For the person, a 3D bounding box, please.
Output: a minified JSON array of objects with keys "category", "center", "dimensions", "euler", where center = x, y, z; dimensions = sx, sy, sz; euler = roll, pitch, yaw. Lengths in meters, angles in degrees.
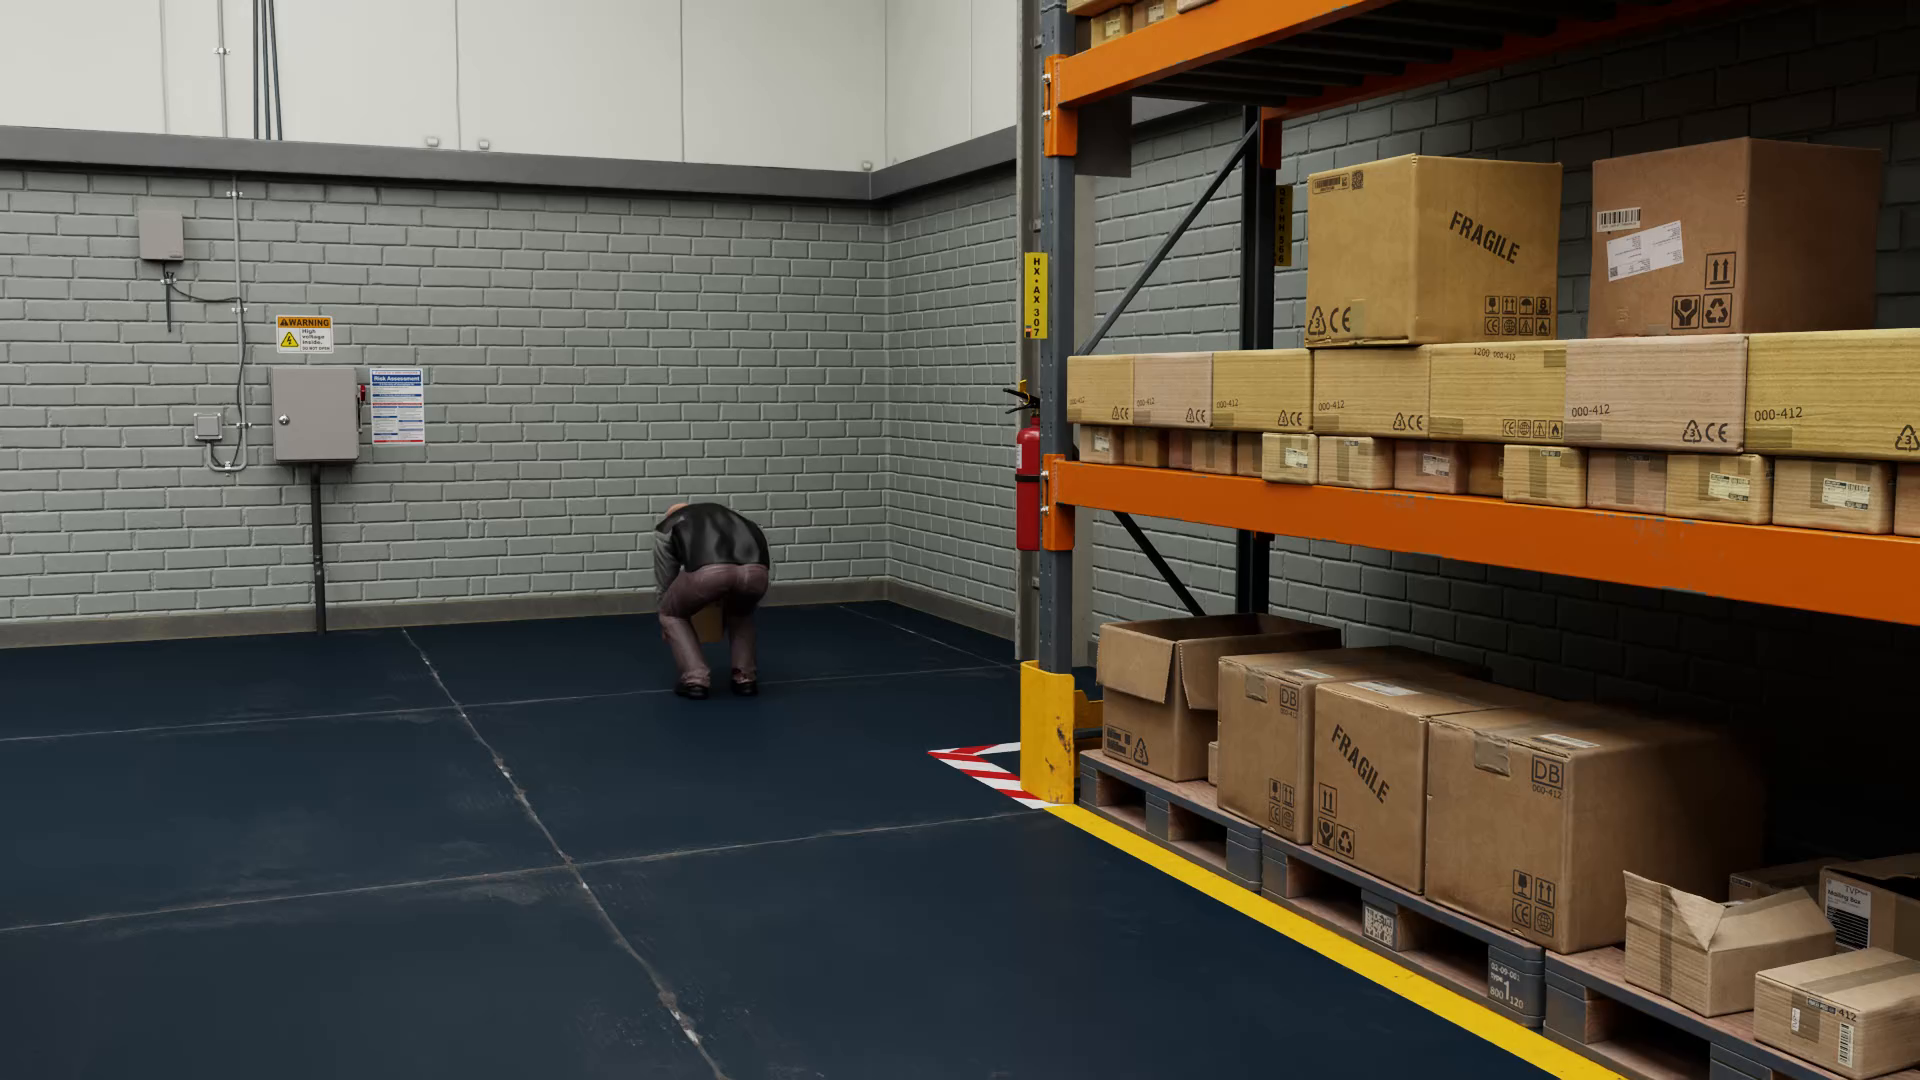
[{"category":"person","center":[-1.325,0.298,8.709],"dimensions":[0.520,0.977,0.942],"euler":[-3,6,-26]}]
